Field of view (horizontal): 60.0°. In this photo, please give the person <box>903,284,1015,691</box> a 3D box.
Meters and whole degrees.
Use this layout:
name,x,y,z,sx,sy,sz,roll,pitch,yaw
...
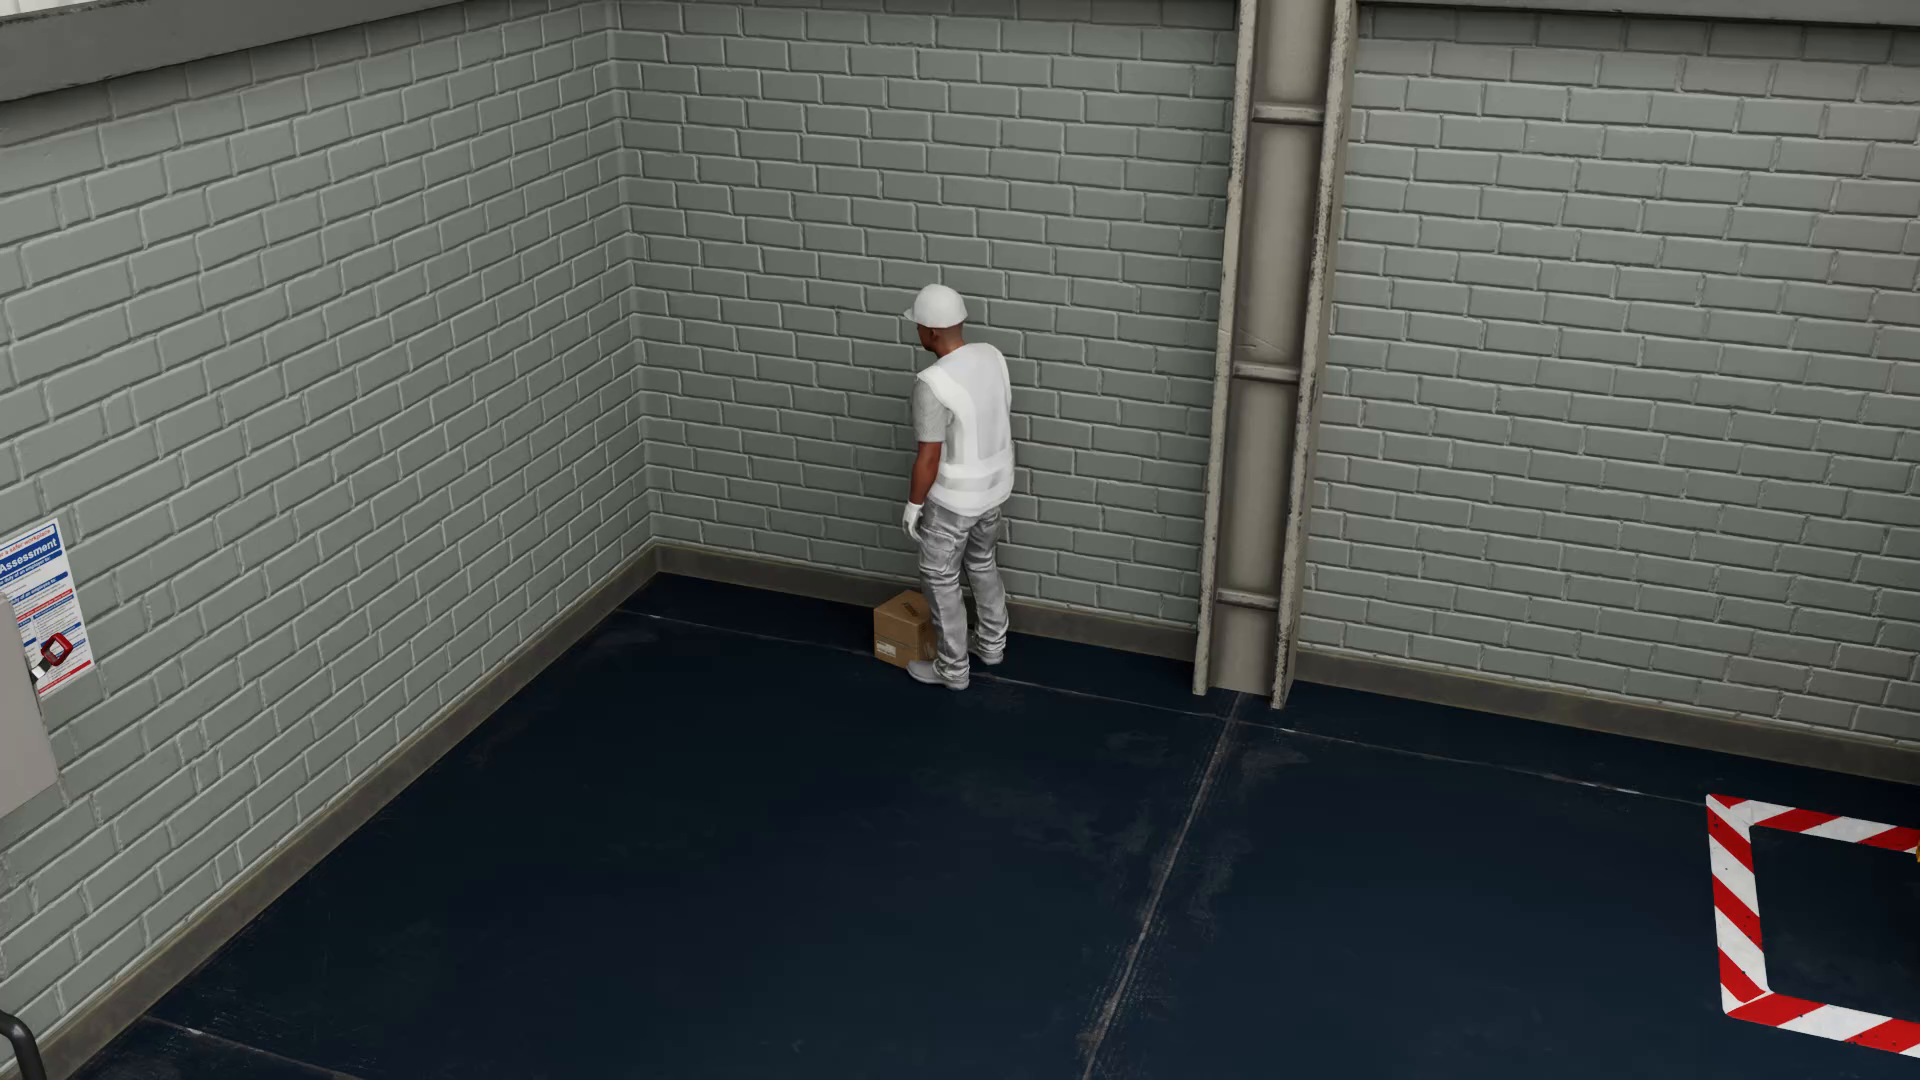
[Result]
name,x,y,z,sx,sy,sz,roll,pitch,yaw
person,-0.017,-0.216,7.053,0.454,1.773,0.626,18,31,33
